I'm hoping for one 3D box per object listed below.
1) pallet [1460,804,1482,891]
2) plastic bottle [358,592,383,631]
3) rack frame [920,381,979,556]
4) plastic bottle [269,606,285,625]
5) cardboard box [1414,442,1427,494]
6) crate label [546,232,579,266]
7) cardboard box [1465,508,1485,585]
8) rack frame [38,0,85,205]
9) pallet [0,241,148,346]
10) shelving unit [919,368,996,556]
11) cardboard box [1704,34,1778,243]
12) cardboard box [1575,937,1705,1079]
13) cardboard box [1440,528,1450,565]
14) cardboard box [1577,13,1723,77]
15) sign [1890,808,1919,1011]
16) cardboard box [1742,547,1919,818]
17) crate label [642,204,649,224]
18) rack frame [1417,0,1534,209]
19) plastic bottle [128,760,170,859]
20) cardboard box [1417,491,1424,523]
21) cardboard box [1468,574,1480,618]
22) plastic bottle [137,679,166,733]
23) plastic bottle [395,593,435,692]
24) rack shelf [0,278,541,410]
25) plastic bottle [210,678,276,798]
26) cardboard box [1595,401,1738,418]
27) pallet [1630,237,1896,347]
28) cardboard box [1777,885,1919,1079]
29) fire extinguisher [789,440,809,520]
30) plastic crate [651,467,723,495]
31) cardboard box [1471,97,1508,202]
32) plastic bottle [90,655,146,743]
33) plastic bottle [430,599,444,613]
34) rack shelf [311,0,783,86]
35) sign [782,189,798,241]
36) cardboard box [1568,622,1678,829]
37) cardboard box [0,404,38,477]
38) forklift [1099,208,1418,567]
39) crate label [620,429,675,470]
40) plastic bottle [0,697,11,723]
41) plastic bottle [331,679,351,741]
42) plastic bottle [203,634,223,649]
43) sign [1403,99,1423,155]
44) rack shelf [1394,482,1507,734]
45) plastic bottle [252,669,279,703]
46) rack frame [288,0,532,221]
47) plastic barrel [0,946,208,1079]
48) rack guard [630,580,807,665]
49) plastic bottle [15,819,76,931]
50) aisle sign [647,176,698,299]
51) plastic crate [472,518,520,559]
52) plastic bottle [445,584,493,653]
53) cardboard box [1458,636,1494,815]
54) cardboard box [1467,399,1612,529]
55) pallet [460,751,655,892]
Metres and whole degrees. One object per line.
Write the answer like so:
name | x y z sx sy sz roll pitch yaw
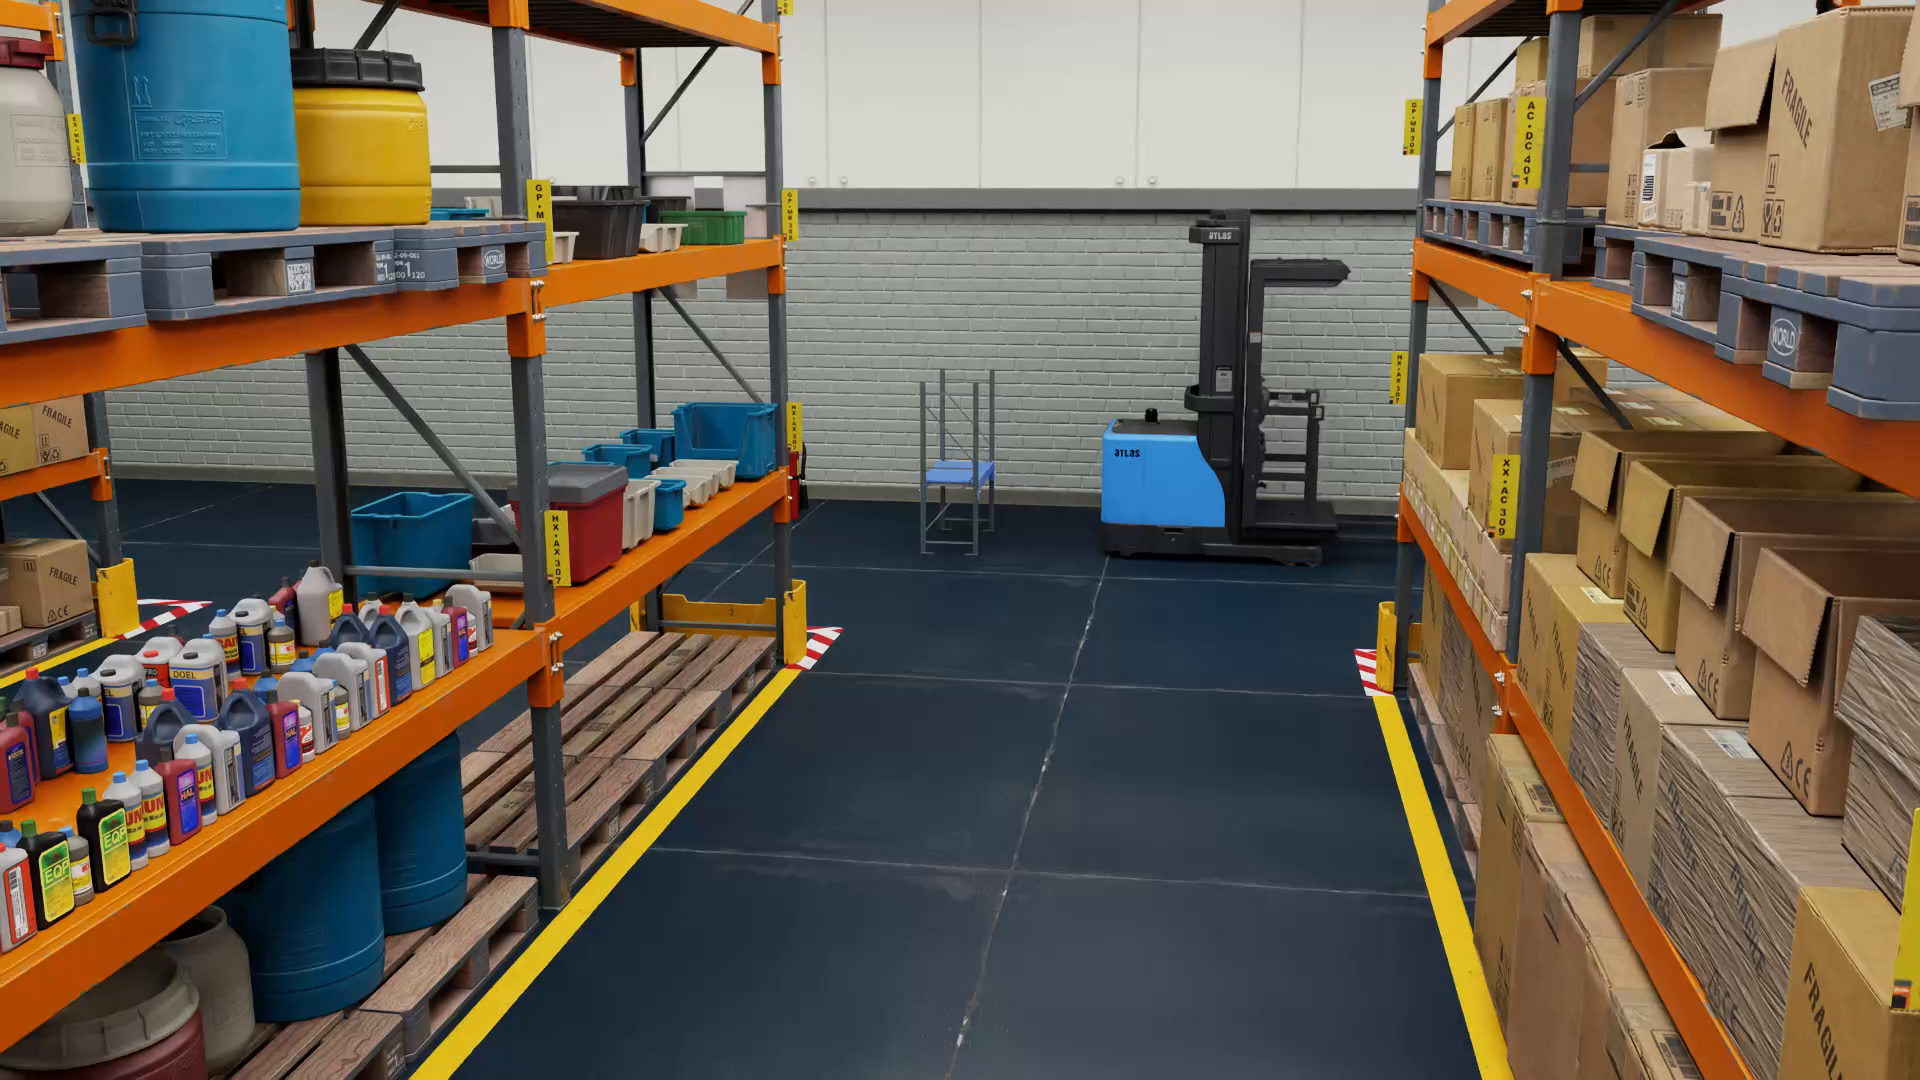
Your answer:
pallet | 2.838 1.520 7.438 1.003 0.211 1.213 2 12 9
plastic bottle | -2.211 0.374 6.255 0.144 0.351 0.185 2 12 9
rack frame | -0.091 -0.610 14.262 0.500 1.500 0.032 2 12 9
plastic bottle | -2.748 0.365 6.653 0.097 0.201 0.097 0 12 0
cardboard box | 2.845 -0.392 9.343 0.500 0.250 0.500 2 12 8
crate label | -1.889 -1.277 7.307 0.293 0.136 0.466 2 12 9
cardboard box | 2.530 0.033 7.372 0.500 0.250 0.500 2 12 10
rack frame | -6.529 -3.774 11.146 1.000 3.000 0.127 2 12 9
pallet | -2.651 -0.545 3.730 1.003 0.211 1.213 2 12 9
shelving unit | -0.013 -0.715 14.753 0.538 1.500 1.048 2 12 9
cardboard box | 2.322 -1.002 4.163 0.797 0.503 0.637 2 12 8
cardboard box | 2.300 1.651 4.260 1.225 0.875 0.875 2 12 9
cardboard box | 2.605 0.041 8.278 0.380 0.149 0.250 2 12 10
cardboard box | 2.795 -2.019 6.868 0.500 0.250 0.500 1 12 5
sign | 1.480 0.562 2.516 0.100 0.325 0.005 2 12 9
cardboard box | 2.260 0.319 3.774 0.797 0.503 0.637 2 12 10
crate label | -2.096 -1.892 9.886 0.408 0.251 0.502 2 12 9
rack frame | 3.259 -3.452 9.653 1.000 3.000 0.127 2 12 9
plastic bottle | -2.292 0.753 4.685 0.097 0.271 0.097 0 12 0
cardboard box | 2.762 -0.173 9.270 0.380 0.149 0.250 2 12 8
cardboard box | 2.446 0.255 7.288 0.380 0.149 0.250 2 12 8
plastic bottle | -2.750 0.575 5.678 0.097 0.201 0.097 0 12 0
plastic bottle | -2.068 0.379 6.234 0.144 0.351 0.185 2 12 9
rack shelf | -2.558 -0.546 4.994 1.077 0.370 4.000 2 12 9
plastic bottle | -2.238 0.608 5.170 0.144 0.351 0.185 2 12 9
cardboard box | 3.054 -0.319 7.225 0.500 0.500 0.500 2 12 9
pallet | 2.244 -0.597 3.972 1.003 0.211 1.213 2 12 11
cardboard box | 1.860 0.986 3.061 0.500 0.500 0.500 2 12 10
fire extinguisher | -1.163 -0.477 11.154 0.296 0.674 0.183 2 12 9
plastic crate | -1.640 -0.345 9.958 0.396 0.136 0.243 2 12 9
cardboard box | 2.995 -1.957 8.361 0.700 0.500 0.500 1 12 5
plastic bottle | -2.876 0.538 5.670 0.152 0.276 0.135 2 12 9
plastic bottle | -2.117 0.342 6.758 0.097 0.201 0.097 0 12 0
rack shelf | -1.942 -2.649 8.583 1.077 0.370 4.000 2 12 9
sign | -1.089 -2.081 10.657 0.100 0.325 0.005 2 12 9
cardboard box | 2.172 0.561 5.035 0.500 0.500 0.500 2 12 7
cardboard box | -6.405 -0.680 10.792 0.500 0.500 0.500 2 12 9
forklift | 2.763 -1.329 14.204 3.031 2.935 1.130 2 12 9
crate label | -1.998 -0.587 10.852 0.416 0.233 0.303 2 12 9
plastic bottle | -3.000 0.640 5.181 0.061 0.283 0.133 2 12 9
plastic bottle | -2.137 0.576 5.671 0.097 0.201 0.097 0 12 0
plastic bottle | -2.814 0.453 6.241 0.097 0.201 0.097 0 12 0
sign | 2.712 -2.471 9.957 0.100 0.325 0.005 2 12 9
rack shelf | 2.952 0.248 8.429 1.077 0.370 4.000 2 12 9
plastic bottle | -2.308 0.565 5.557 0.097 0.271 0.097 0 12 0
rack frame | -2.250 -2.780 6.534 1.000 3.000 0.127 2 12 9
plastic barrel | -2.633 1.621 5.078 0.600 0.588 0.708 2 12 9
rack guard | -1.644 0.536 11.318 1.175 0.500 0.348 2 12 9
plastic bottle | -2.342 0.840 4.253 0.061 0.283 0.133 2 12 9
aisle sign | -1.917 -1.976 10.870 0.394 0.787 0.004 2 12 9
plastic crate | -2.343 0.016 8.310 0.437 0.125 0.590 2 12 9
plastic bottle | -1.991 0.306 6.749 0.152 0.276 0.135 2 12 9
cardboard box | 2.963 0.824 8.095 0.875 0.875 0.875 2 12 9
cardboard box | 2.532 -0.334 7.294 0.500 0.500 0.500 2 12 9
pallet | -2.175 1.361 8.176 1.003 0.211 1.213 2 12 9
